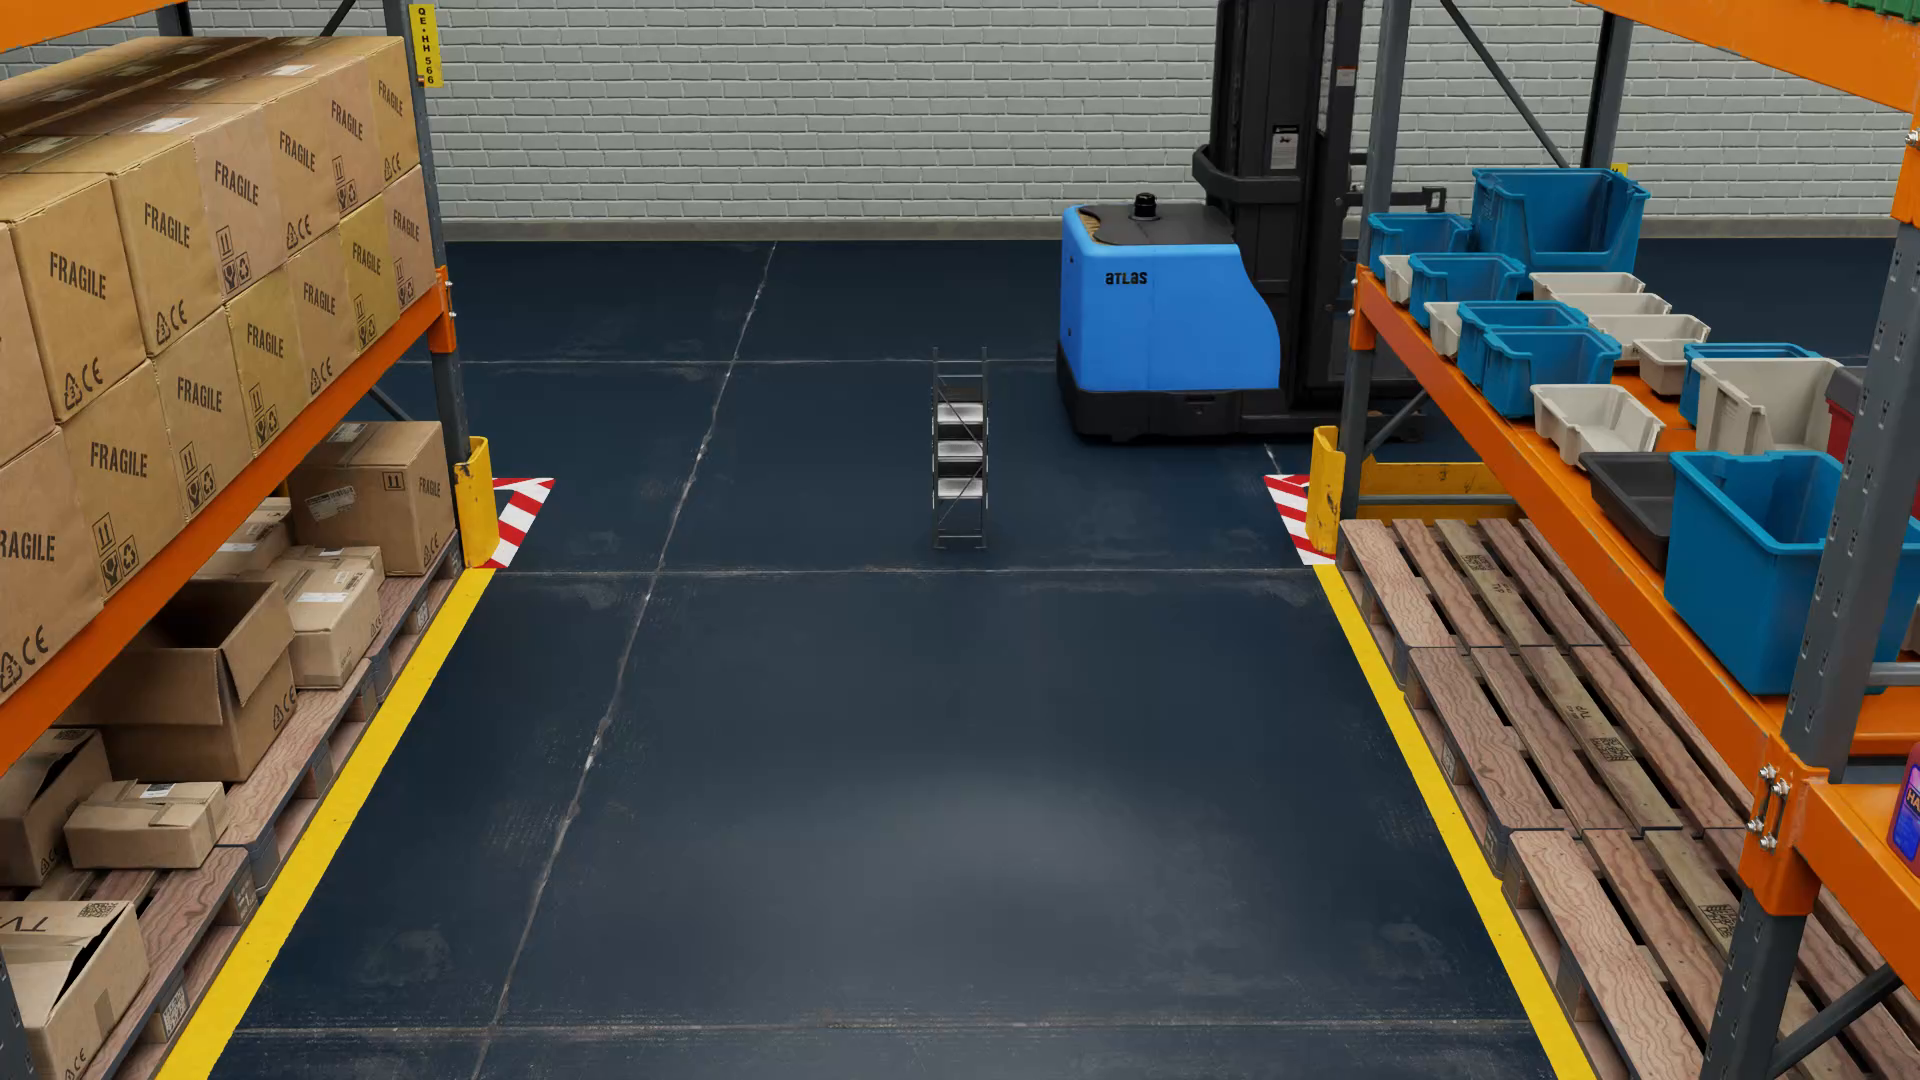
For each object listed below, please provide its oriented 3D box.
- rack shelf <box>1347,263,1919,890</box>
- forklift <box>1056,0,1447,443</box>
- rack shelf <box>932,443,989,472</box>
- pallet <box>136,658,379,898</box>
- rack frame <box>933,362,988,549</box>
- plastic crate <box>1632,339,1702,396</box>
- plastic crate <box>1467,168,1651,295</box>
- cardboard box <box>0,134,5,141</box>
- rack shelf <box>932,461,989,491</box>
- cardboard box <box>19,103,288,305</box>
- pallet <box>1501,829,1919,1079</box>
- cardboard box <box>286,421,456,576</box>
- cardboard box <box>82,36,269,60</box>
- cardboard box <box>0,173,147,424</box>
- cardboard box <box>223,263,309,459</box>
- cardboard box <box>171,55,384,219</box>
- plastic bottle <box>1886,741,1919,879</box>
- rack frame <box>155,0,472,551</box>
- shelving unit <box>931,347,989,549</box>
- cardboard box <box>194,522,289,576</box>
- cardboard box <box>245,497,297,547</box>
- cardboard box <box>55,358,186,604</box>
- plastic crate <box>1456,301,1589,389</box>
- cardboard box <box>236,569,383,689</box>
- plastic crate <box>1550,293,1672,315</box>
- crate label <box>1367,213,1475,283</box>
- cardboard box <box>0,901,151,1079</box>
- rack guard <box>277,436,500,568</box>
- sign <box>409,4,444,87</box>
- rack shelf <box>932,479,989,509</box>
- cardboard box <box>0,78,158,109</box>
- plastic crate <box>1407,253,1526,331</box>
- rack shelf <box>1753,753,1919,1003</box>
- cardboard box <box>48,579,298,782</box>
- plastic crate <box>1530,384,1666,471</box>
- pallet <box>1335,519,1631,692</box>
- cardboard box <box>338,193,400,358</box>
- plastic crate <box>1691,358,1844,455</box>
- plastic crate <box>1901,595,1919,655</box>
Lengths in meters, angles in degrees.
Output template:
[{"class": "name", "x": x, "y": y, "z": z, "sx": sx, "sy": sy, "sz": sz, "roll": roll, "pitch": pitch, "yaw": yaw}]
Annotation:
[{"class": "rack shelf", "x": 2.251, "y": -0.210, "z": 5.448, "sx": 1.077, "sy": 0.370, "sz": 4.000, "roll": 0, "pitch": 24, "yaw": -1}, {"class": "forklift", "x": 2.098, "y": -2.074, "z": 8.778, "sx": 3.031, "sy": 2.935, "sz": 1.130, "roll": -1, "pitch": 24, "yaw": -3}, {"class": "rack shelf", "x": 0.000, "y": -0.383, "z": 7.586, "sx": 0.258, "sy": 0.077, "sz": 0.200, "roll": 0, "pitch": 24, "yaw": -1}, {"class": "pallet", "x": -2.703, "y": 0.790, "z": 5.746, "sx": 1.003, "sy": 0.211, "sz": 1.213, "roll": 0, "pitch": 24, "yaw": -1}, {"class": "rack frame", "x": 0.001, "y": -0.371, "z": 7.479, "sx": 0.240, "sy": 0.900, "sz": 0.006, "roll": 0, "pitch": 24, "yaw": -1}, {"class": "plastic crate", "x": 2.457, "y": -0.578, "z": 5.636, "sx": 0.298, "sy": 0.136, "sz": 0.250, "roll": 0, "pitch": 24, "yaw": -1}, {"class": "plastic crate", "x": 2.420, "y": -1.269, "z": 6.799, "sx": 0.616, "sy": 0.435, "sz": 0.499, "roll": 0, "pitch": 24, "yaw": -1}, {"class": "cardboard box", "x": -2.958, "y": -0.820, "z": 4.589, "sx": 0.500, "sy": 0.500, "sz": 0.500, "roll": 0, "pitch": 24, "yaw": 0}, {"class": "rack shelf", "x": 0.000, "y": -0.301, "z": 7.623, "sx": 0.258, "sy": 0.077, "sz": 0.200, "roll": 0, "pitch": 24, "yaw": -1}, {"class": "cardboard box", "x": -2.422, "y": -1.027, "z": 5.046, "sx": 0.500, "sy": 0.500, "sz": 0.500, "roll": 0, "pitch": 24, "yaw": 1}, {"class": "pallet", "x": 2.226, "y": 1.254, "z": 4.722, "sx": 1.003, "sy": 0.211, "sz": 1.213, "roll": 0, "pitch": 24, "yaw": -1}, {"class": "cardboard box", "x": -2.471, "y": -0.180, "z": 7.008, "sx": 0.500, "sy": 0.500, "sz": 0.500, "roll": 0, "pitch": 24, "yaw": -1}, {"class": "cardboard box", "x": -2.983, "y": -1.659, "z": 6.443, "sx": 0.500, "sy": 0.500, "sz": 0.500, "roll": 0, "pitch": 24, "yaw": 1}, {"class": "cardboard box", "x": -2.410, "y": -0.602, "z": 4.107, "sx": 0.500, "sy": 0.500, "sz": 0.500, "roll": -1, "pitch": 24, "yaw": -2}, {"class": "cardboard box", "x": -2.432, "y": -0.577, "z": 5.264, "sx": 0.500, "sy": 0.500, "sz": 0.500, "roll": -1, "pitch": 24, "yaw": -1}, {"class": "cardboard box", "x": -2.438, "y": -1.452, "z": 5.986, "sx": 0.500, "sy": 0.500, "sz": 0.500, "roll": 0, "pitch": 24, "yaw": 1}, {"class": "plastic bottle", "x": 1.850, "y": 0.492, "z": 3.163, "sx": 0.061, "sy": 0.283, "sz": 0.133, "roll": 0, "pitch": 24, "yaw": -1}, {"class": "rack frame", "x": -2.724, "y": -1.342, "z": 7.076, "sx": 1.000, "sy": 3.000, "sz": 0.127, "roll": 0, "pitch": 24, "yaw": -1}, {"class": "shelving unit", "x": 0.000, "y": -0.413, "z": 7.572, "sx": 0.258, "sy": 0.900, "sz": 0.210, "roll": 0, "pitch": 24, "yaw": -1}, {"class": "cardboard box", "x": -2.996, "y": 0.142, "z": 6.598, "sx": 0.500, "sy": 0.250, "sz": 0.500, "roll": 0, "pitch": 24, "yaw": -1}, {"class": "cardboard box", "x": -3.063, "y": -0.069, "z": 7.188, "sx": 0.380, "sy": 0.149, "sz": 0.250, "roll": 0, "pitch": 24, "yaw": -1}, {"class": "cardboard box", "x": -2.422, "y": -0.161, "z": 4.345, "sx": 0.500, "sy": 0.500, "sz": 0.500, "roll": 0, "pitch": 24, "yaw": 0}, {"class": "plastic crate", "x": 1.917, "y": -0.668, "z": 5.716, "sx": 0.416, "sy": 0.233, "sz": 0.300, "roll": 0, "pitch": 24, "yaw": -1}, {"class": "cardboard box", "x": -2.491, "y": 0.325, "z": 6.193, "sx": 0.500, "sy": 0.250, "sz": 0.500, "roll": 0, "pitch": 24, "yaw": -1}, {"class": "plastic crate", "x": 2.408, "y": -0.815, "z": 6.159, "sx": 0.396, "sy": 0.136, "sz": 0.243, "roll": 0, "pitch": 24, "yaw": -1}, {"class": "crate label", "x": 1.903, "y": -1.210, "z": 6.916, "sx": 0.416, "sy": 0.233, "sz": 0.303, "roll": 0, "pitch": 24, "yaw": -1}, {"class": "cardboard box", "x": -2.468, "y": 1.157, "z": 4.280, "sx": 0.500, "sy": 0.311, "sz": 0.500, "roll": 0, "pitch": 24, "yaw": -1}, {"class": "rack guard", "x": -2.723, "y": -0.171, "z": 7.522, "sx": 1.175, "sy": 0.500, "sz": 0.348, "roll": 0, "pitch": 24, "yaw": -1}, {"class": "sign", "x": -2.169, "y": -2.007, "z": 6.760, "sx": 0.100, "sy": 0.325, "sz": 0.005, "roll": 0, "pitch": 24, "yaw": -1}, {"class": "rack shelf", "x": 0.000, "y": -0.219, "z": 7.660, "sx": 0.258, "sy": 0.077, "sz": 0.200, "roll": 0, "pitch": 24, "yaw": -1}, {"class": "cardboard box", "x": -2.969, "y": -1.237, "z": 5.510, "sx": 0.500, "sy": 0.500, "sz": 0.500, "roll": 0, "pitch": 24, "yaw": 0}, {"class": "plastic crate", "x": 1.910, "y": -0.939, "z": 6.316, "sx": 0.416, "sy": 0.233, "sz": 0.300, "roll": 0, "pitch": 24, "yaw": -1}, {"class": "rack shelf", "x": 2.295, "y": 1.438, "z": 1.804, "sx": 1.077, "sy": 0.370, "sz": 4.000, "roll": 0, "pitch": 24, "yaw": -1}, {"class": "cardboard box", "x": -2.706, "y": 0.470, "z": 5.567, "sx": 0.797, "sy": 0.503, "sz": 0.637, "roll": 0, "pitch": 24, "yaw": -1}, {"class": "plastic crate", "x": 1.953, "y": -0.337, "z": 5.103, "sx": 0.293, "sy": 0.136, "sz": 0.466, "roll": 0, "pitch": 24, "yaw": -1}, {"class": "pallet", "x": 2.200, "y": 0.248, "z": 6.945, "sx": 1.003, "sy": 0.211, "sz": 1.213, "roll": 0, "pitch": 24, "yaw": -1}, {"class": "cardboard box", "x": -2.437, "y": -0.990, "z": 6.178, "sx": 0.500, "sy": 0.500, "sz": 0.500, "roll": 0, "pitch": 24, "yaw": 0}, {"class": "plastic crate", "x": 2.441, "y": -0.317, "z": 4.883, "sx": 0.437, "sy": 0.282, "sz": 0.530, "roll": 0, "pitch": 24, "yaw": -1}, {"class": "plastic crate", "x": 2.411, "y": 0.186, "z": 3.945, "sx": 0.396, "sy": 0.136, "sz": 0.243, "roll": 0, "pitch": 24, "yaw": -1}]
